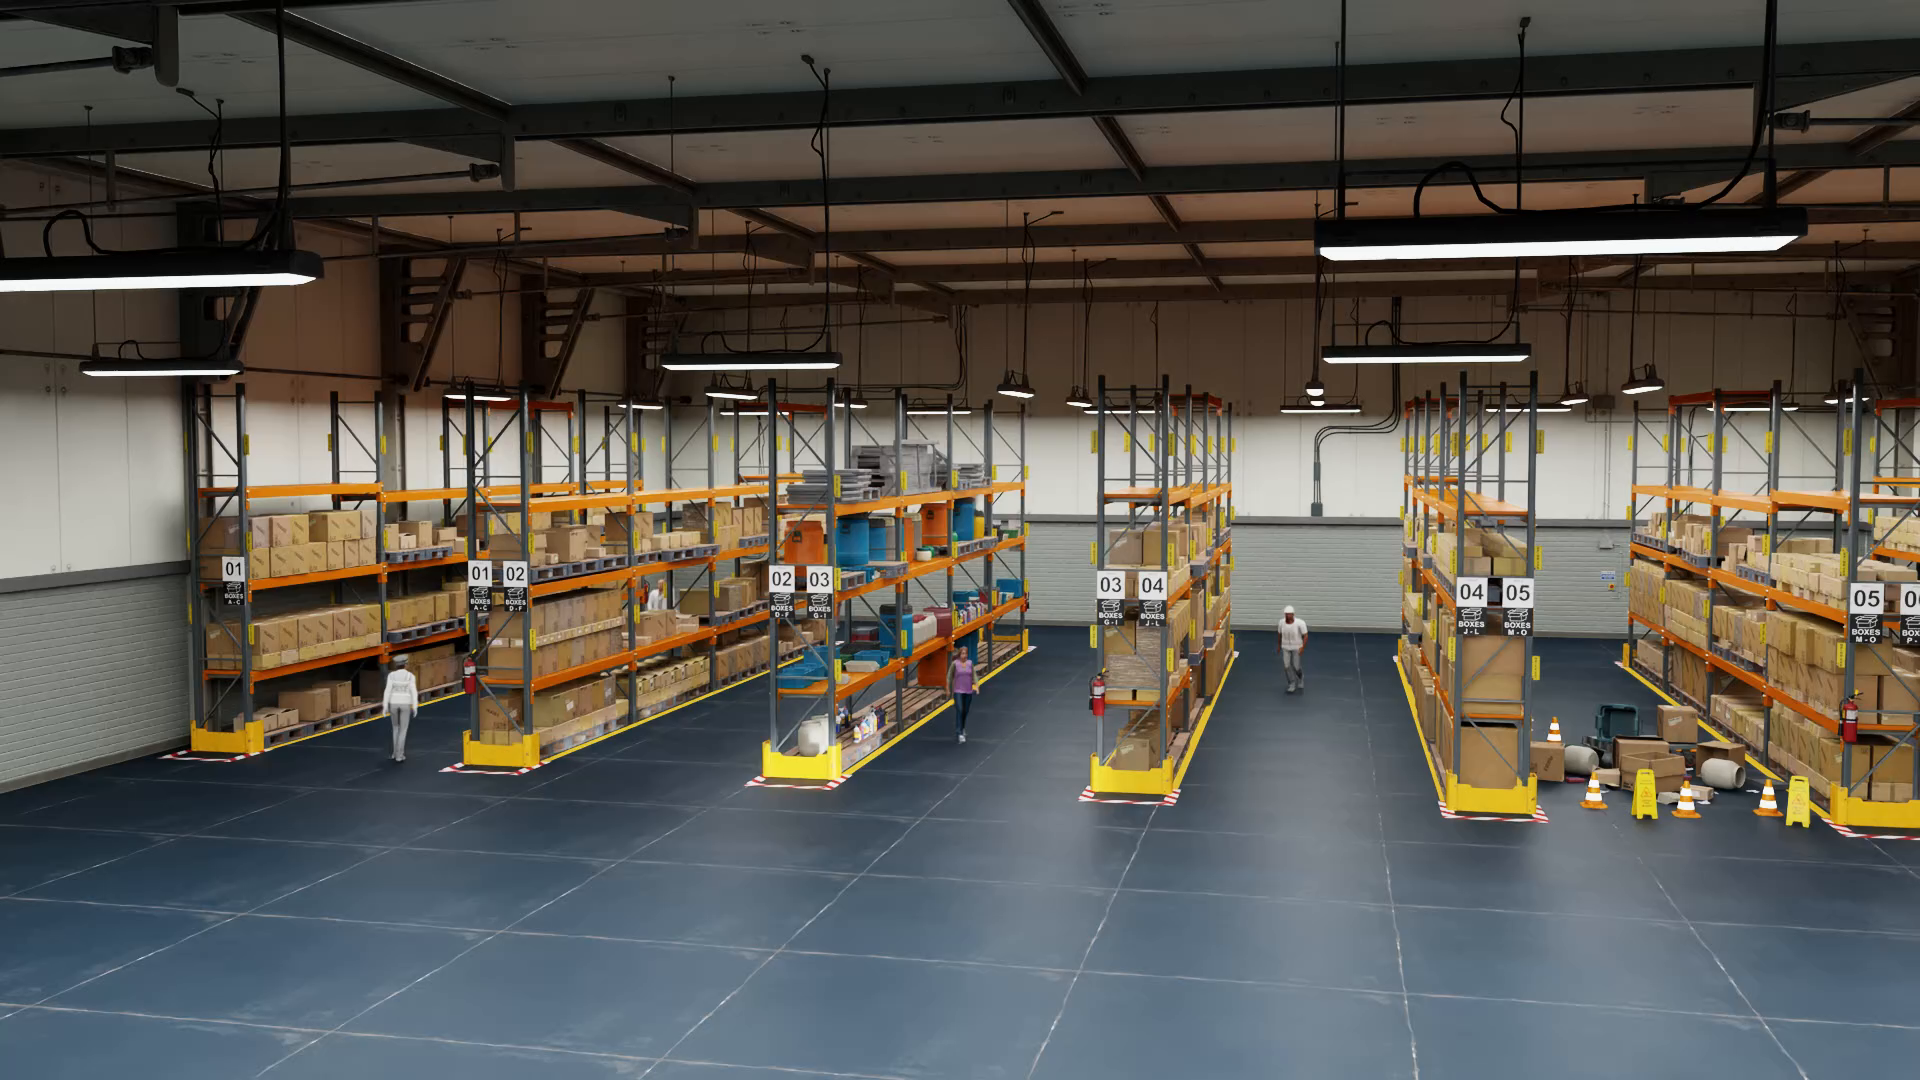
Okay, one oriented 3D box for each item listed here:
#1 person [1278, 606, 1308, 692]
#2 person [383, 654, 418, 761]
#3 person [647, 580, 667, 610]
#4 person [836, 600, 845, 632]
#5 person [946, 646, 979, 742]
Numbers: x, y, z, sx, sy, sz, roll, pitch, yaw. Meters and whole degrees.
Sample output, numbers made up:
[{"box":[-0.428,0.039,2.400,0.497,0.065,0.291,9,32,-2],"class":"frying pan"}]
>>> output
[{"box":[6.788,2.200,33.868,0.629,1.741,0.658,2,4,28],"class":"person"},{"box":[-8.864,2.673,26.356,0.528,1.708,0.527,0,3,-5],"class":"person"},{"box":[-7.284,1.822,40.313,0.583,1.715,1.171,1,3,9],"class":"person"},{"box":[-3.324,1.631,44.863,0.481,1.626,0.933,-1,3,-21],"class":"person"},{"box":[0.057,2.594,28.190,0.478,1.577,0.796,-1,4,-23],"class":"person"}]
